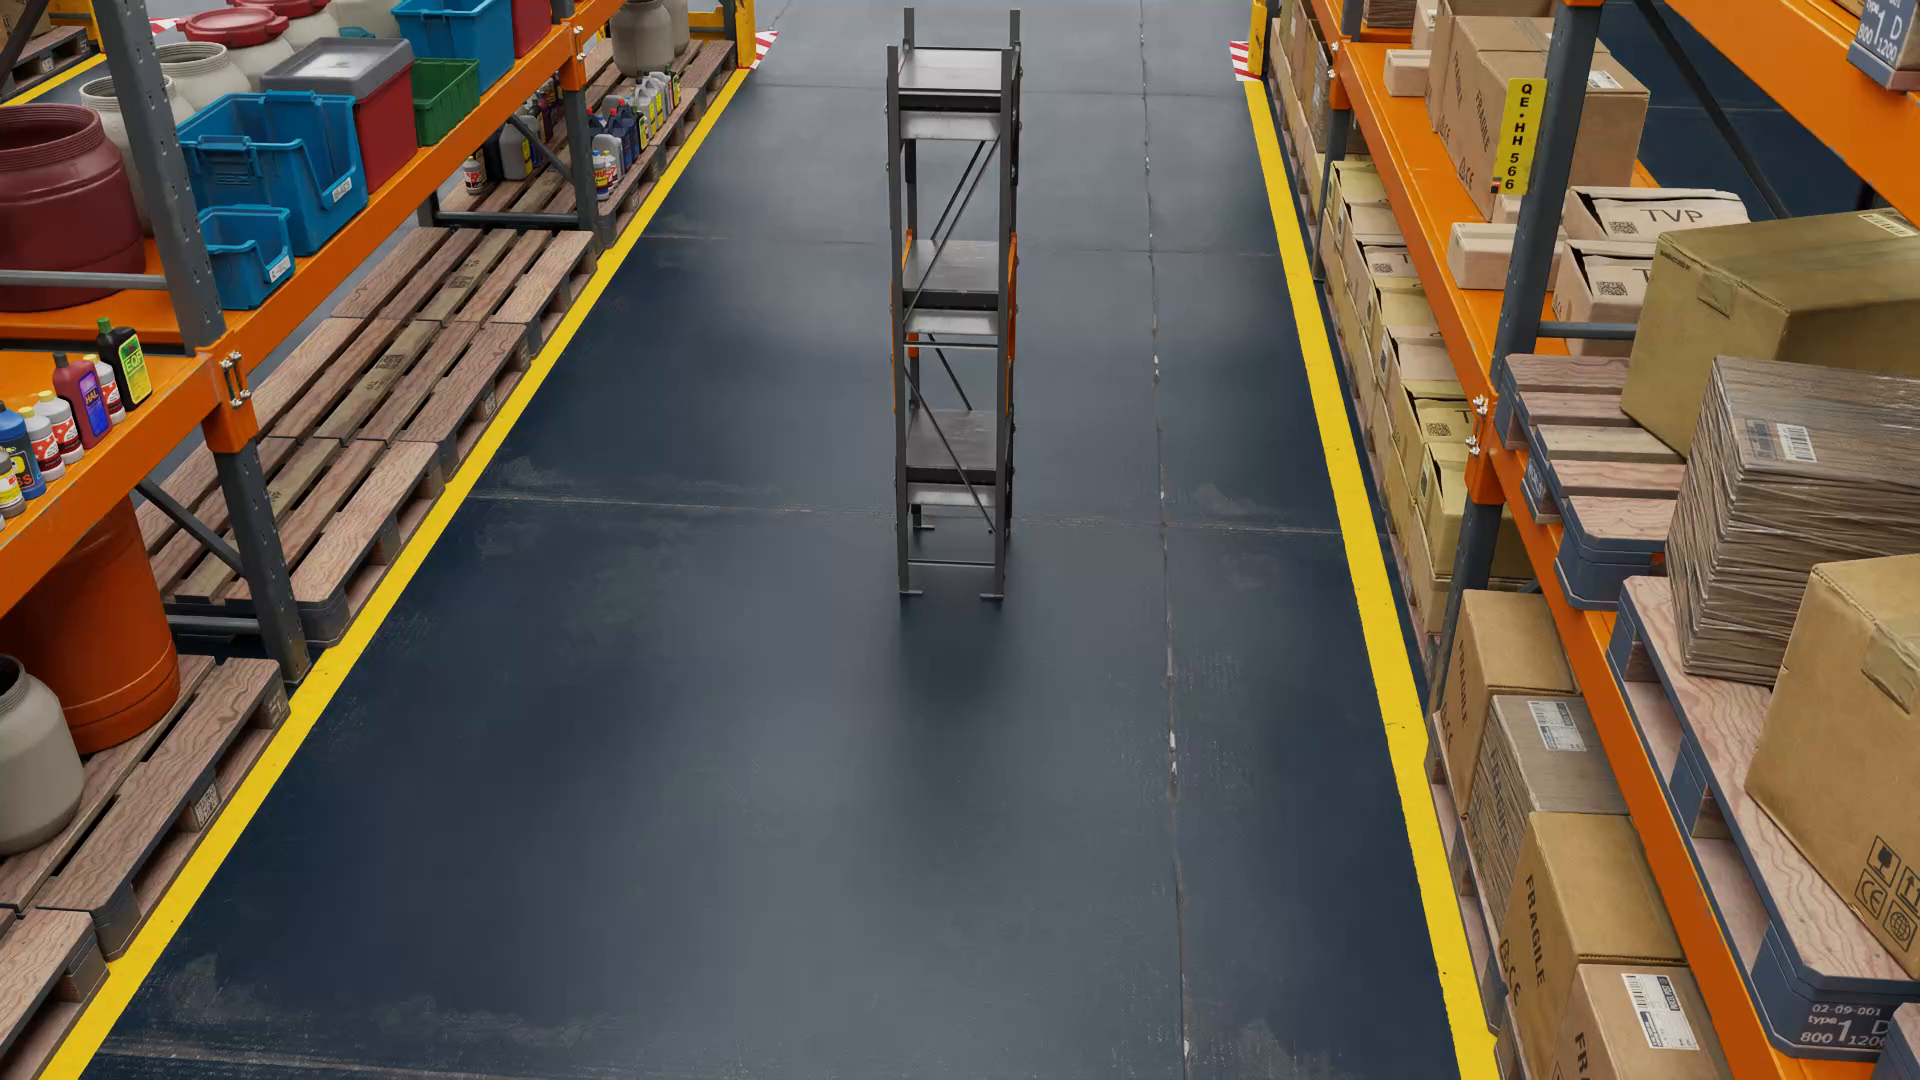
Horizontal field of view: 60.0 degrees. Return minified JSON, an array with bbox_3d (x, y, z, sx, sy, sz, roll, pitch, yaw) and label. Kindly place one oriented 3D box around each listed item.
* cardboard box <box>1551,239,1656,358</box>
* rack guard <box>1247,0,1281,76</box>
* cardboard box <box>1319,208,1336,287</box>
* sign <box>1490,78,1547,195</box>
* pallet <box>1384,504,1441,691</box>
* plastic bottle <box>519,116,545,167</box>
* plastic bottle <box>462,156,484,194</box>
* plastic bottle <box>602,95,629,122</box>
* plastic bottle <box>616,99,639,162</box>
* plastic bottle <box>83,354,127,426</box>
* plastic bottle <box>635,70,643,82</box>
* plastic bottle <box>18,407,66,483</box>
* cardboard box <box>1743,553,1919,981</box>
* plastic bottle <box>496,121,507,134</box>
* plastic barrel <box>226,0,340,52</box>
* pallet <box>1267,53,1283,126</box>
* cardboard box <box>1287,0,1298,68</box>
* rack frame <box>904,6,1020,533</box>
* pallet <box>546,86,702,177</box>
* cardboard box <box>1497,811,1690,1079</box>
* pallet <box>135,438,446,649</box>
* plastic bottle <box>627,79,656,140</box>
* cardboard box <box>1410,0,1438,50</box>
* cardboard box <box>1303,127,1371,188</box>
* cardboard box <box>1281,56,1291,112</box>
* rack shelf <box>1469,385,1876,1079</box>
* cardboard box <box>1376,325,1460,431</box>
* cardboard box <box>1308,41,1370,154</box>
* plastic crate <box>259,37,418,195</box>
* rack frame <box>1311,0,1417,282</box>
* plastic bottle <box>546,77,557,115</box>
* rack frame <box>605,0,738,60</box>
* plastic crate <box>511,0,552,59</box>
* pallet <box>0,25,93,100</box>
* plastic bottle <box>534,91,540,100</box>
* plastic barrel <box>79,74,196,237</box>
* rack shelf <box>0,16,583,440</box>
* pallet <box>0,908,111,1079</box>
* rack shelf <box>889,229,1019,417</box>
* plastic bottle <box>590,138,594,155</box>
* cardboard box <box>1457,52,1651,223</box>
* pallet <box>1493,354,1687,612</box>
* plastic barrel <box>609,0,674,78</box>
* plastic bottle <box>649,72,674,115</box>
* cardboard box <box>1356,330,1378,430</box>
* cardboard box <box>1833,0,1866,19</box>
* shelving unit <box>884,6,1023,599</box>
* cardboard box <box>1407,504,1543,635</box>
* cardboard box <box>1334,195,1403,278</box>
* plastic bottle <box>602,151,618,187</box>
[{"bbox_3d":[2.167,-0.746,5.187,0.500,0.311,0.500,4,32,7],"label":"cardboard box"},{"bbox_3d":[2.747,-3.727,12.322,1.175,0.500,0.348,2,32,4],"label":"rack guard"},{"bbox_3d":[2.140,-1.495,8.538,0.500,0.250,0.500,2,32,3],"label":"cardboard box"},{"bbox_3d":[1.541,-1.111,4.590,0.100,0.325,0.005,2,32,4],"label":"sign"},{"bbox_3d":[2.200,0.162,6.285,1.003,0.211,1.213,2,32,4],"label":"pallet"},{"bbox_3d":[-2.586,-2.385,9.938,0.152,0.276,0.135,2,32,4],"label":"plastic bottle"},{"bbox_3d":[-2.798,-2.100,9.546,0.097,0.201,0.097,0,32,0],"label":"plastic bottle"},{"bbox_3d":[-2.137,-2.647,10.363,0.152,0.276,0.135,2,32,4],"label":"plastic bottle"},{"bbox_3d":[-2.022,-2.464,9.994,0.144,0.351,0.185,1,32,2],"label":"plastic bottle"},{"bbox_3d":[-2.478,-0.436,4.787,0.097,0.201,0.097,0,32,0],"label":"plastic bottle"},{"bbox_3d":[-2.058,-2.918,10.796,0.061,0.283,0.133,2,32,4],"label":"plastic bottle"},{"bbox_3d":[-2.505,-0.264,4.509,0.097,0.201,0.097,0,32,0],"label":"plastic bottle"},{"bbox_3d":[1.851,0.348,2.831,0.700,0.500,0.500,-5,32,-9],"label":"cardboard box"},{"bbox_3d":[-2.736,-2.410,9.907,0.144,0.351,0.185,1,32,2],"label":"plastic bottle"},{"bbox_3d":[-2.873,-2.084,7.144,0.433,0.535,0.433,0,32,0],"label":"plastic barrel"},{"bbox_3d":[2.725,-3.190,11.726,1.003,0.211,1.213,2,32,4],"label":"pallet"},{"bbox_3d":[2.413,-3.312,10.771,0.500,0.500,0.500,2,32,4],"label":"cardboard box"},{"bbox_3d":[0.006,-0.935,6.266,0.400,2.100,0.015,2,32,4],"label":"rack frame"},{"bbox_3d":[-2.324,-2.703,10.935,1.003,0.211,1.213,2,32,4],"label":"pallet"},{"bbox_3d":[1.689,1.043,4.162,0.500,0.500,0.500,2,32,3],"label":"cardboard box"},{"bbox_3d":[-2.741,-0.026,6.591,1.003,0.211,1.213,2,32,4],"label":"pallet"},{"bbox_3d":[-1.988,-2.686,10.355,0.144,0.351,0.185,2,32,4],"label":"plastic bottle"},{"bbox_3d":[2.423,-2.364,7.870,0.500,0.250,0.500,4,32,7],"label":"cardboard box"},{"bbox_3d":[2.290,-2.209,9.695,0.500,0.250,0.500,2,32,4],"label":"cardboard box"},{"bbox_3d":[2.402,-2.993,10.969,0.500,0.250,0.500,2,32,4],"label":"cardboard box"},{"bbox_3d":[1.931,0.756,3.350,1.077,0.370,4.000,2,32,4],"label":"rack shelf"},{"bbox_3d":[1.971,-0.663,6.653,0.500,0.311,0.500,2,32,4],"label":"cardboard box"},{"bbox_3d":[2.292,-2.528,9.498,0.500,0.500,0.500,2,32,4],"label":"cardboard box"},{"bbox_3d":[-2.406,-1.669,6.537,0.402,0.464,0.583,2,32,4],"label":"plastic crate"},{"bbox_3d":[2.420,-2.687,8.252,1.000,3.000,0.127,2,32,4],"label":"rack frame"},{"bbox_3d":[-2.677,-2.904,10.785,0.097,0.271,0.097,0,32,0],"label":"plastic bottle"},{"bbox_3d":[-2.191,-4.993,11.992,1.000,3.000,0.127,2,32,4],"label":"rack frame"},{"bbox_3d":[-2.251,-2.662,8.149,0.402,0.464,0.583,2,32,4],"label":"plastic crate"},{"bbox_3d":[-7.235,-3.554,12.316,1.003,0.211,1.213,2,32,4],"label":"pallet"},{"bbox_3d":[-2.702,-2.746,10.528,0.097,0.271,0.097,0,32,0],"label":"plastic bottle"},{"bbox_3d":[-2.972,-1.404,6.063,0.421,0.512,0.421,0,32,0],"label":"plastic barrel"},{"bbox_3d":[-2.680,-1.549,7.090,1.077,0.370,4.000,2,32,4],"label":"rack shelf"},{"bbox_3d":[-2.967,1.428,4.232,1.003,0.211,1.213,2,32,4],"label":"pallet"},{"bbox_3d":[-0.013,-0.796,6.066,0.431,0.518,0.480,2,32,4],"label":"rack shelf"},{"bbox_3d":[-2.161,-2.254,9.719,0.061,0.283,0.133,2,32,4],"label":"plastic bottle"},{"bbox_3d":[2.214,-1.517,6.256,0.500,0.500,0.500,1,32,1],"label":"cardboard box"},{"bbox_3d":[2.109,-0.157,4.328,1.213,0.211,1.003,2,32,4],"label":"pallet"},{"bbox_3d":[-2.209,-3.503,11.546,0.421,0.512,0.421,0,32,0],"label":"plastic barrel"},{"bbox_3d":[-1.952,-2.911,10.791,0.152,0.276,0.135,3,32,4],"label":"plastic bottle"},{"bbox_3d":[2.015,-0.691,7.233,0.500,0.250,0.500,3,32,5],"label":"cardboard box"},{"bbox_3d":[2.008,-1.147,2.798,0.910,0.500,0.500,2,32,4],"label":"cardboard box"},{"bbox_3d":[-0.013,-0.807,6.059,0.431,2.100,0.503,2,32,4],"label":"shelving unit"},{"bbox_3d":[1.894,0.110,5.932,0.500,0.250,0.500,3,32,5],"label":"cardboard box"},{"bbox_3d":[2.092,-1.467,7.958,0.500,0.311,0.500,2,32,3],"label":"cardboard box"},{"bbox_3d":[-2.037,-2.151,9.630,0.097,0.201,0.097,0,32,0],"label":"plastic bottle"}]
